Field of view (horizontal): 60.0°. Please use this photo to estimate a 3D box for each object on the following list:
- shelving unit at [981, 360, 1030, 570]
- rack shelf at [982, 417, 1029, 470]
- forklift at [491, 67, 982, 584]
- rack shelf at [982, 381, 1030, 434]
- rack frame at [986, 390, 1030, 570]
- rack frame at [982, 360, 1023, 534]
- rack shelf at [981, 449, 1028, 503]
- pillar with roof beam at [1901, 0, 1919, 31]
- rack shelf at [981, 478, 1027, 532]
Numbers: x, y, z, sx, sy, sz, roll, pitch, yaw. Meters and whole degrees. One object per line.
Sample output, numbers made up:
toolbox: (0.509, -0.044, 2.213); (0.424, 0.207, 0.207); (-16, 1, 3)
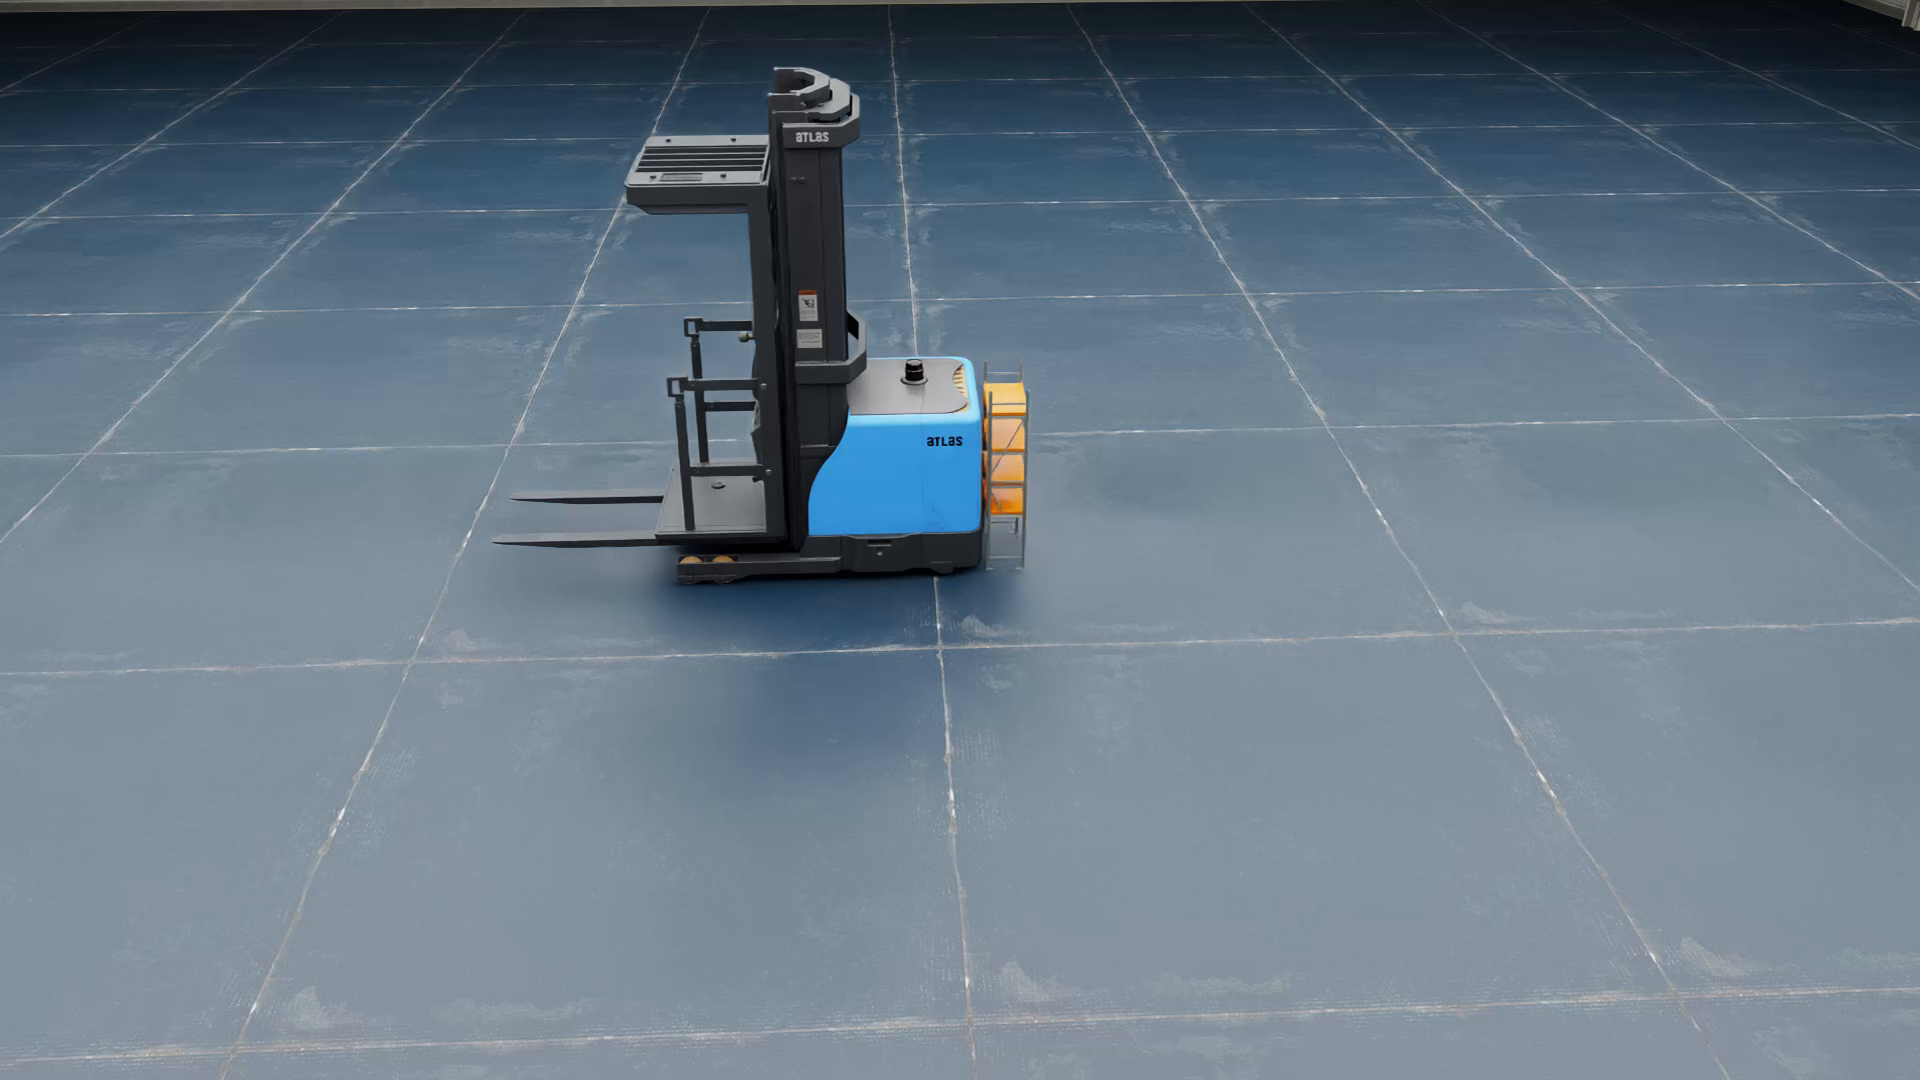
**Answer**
shelving unit: (0.276, -0.463, 10.337); (0.258, 1.200, 0.503); (-1, 28, -3)
rack shelf: (0.277, -0.601, 10.265); (0.258, 0.148, 0.480); (-1, 28, -3)
forklift: (-1.397, -1.279, 10.032); (3.031, 2.935, 1.130); (-1, 28, -2)
rack shelf: (0.279, -0.811, 10.155); (0.258, 0.148, 0.480); (-1, 28, -3)
rack frame: (0.288, -0.350, 10.121); (0.240, 1.200, 0.015); (-1, 28, -3)
rack frame: (0.264, -0.575, 10.553); (0.240, 1.200, 0.015); (-1, 28, -3)
rack shelf: (0.275, -0.403, 10.368); (0.258, 0.148, 0.480); (-1, 28, -3)
pillar with roof beam: (10.811, -11.966, 23.962); (9.100, 9.000, 0.400); (-1, 28, -3)
rack shelf: (0.274, -0.227, 10.460); (0.258, 0.148, 0.480); (-1, 28, -3)
